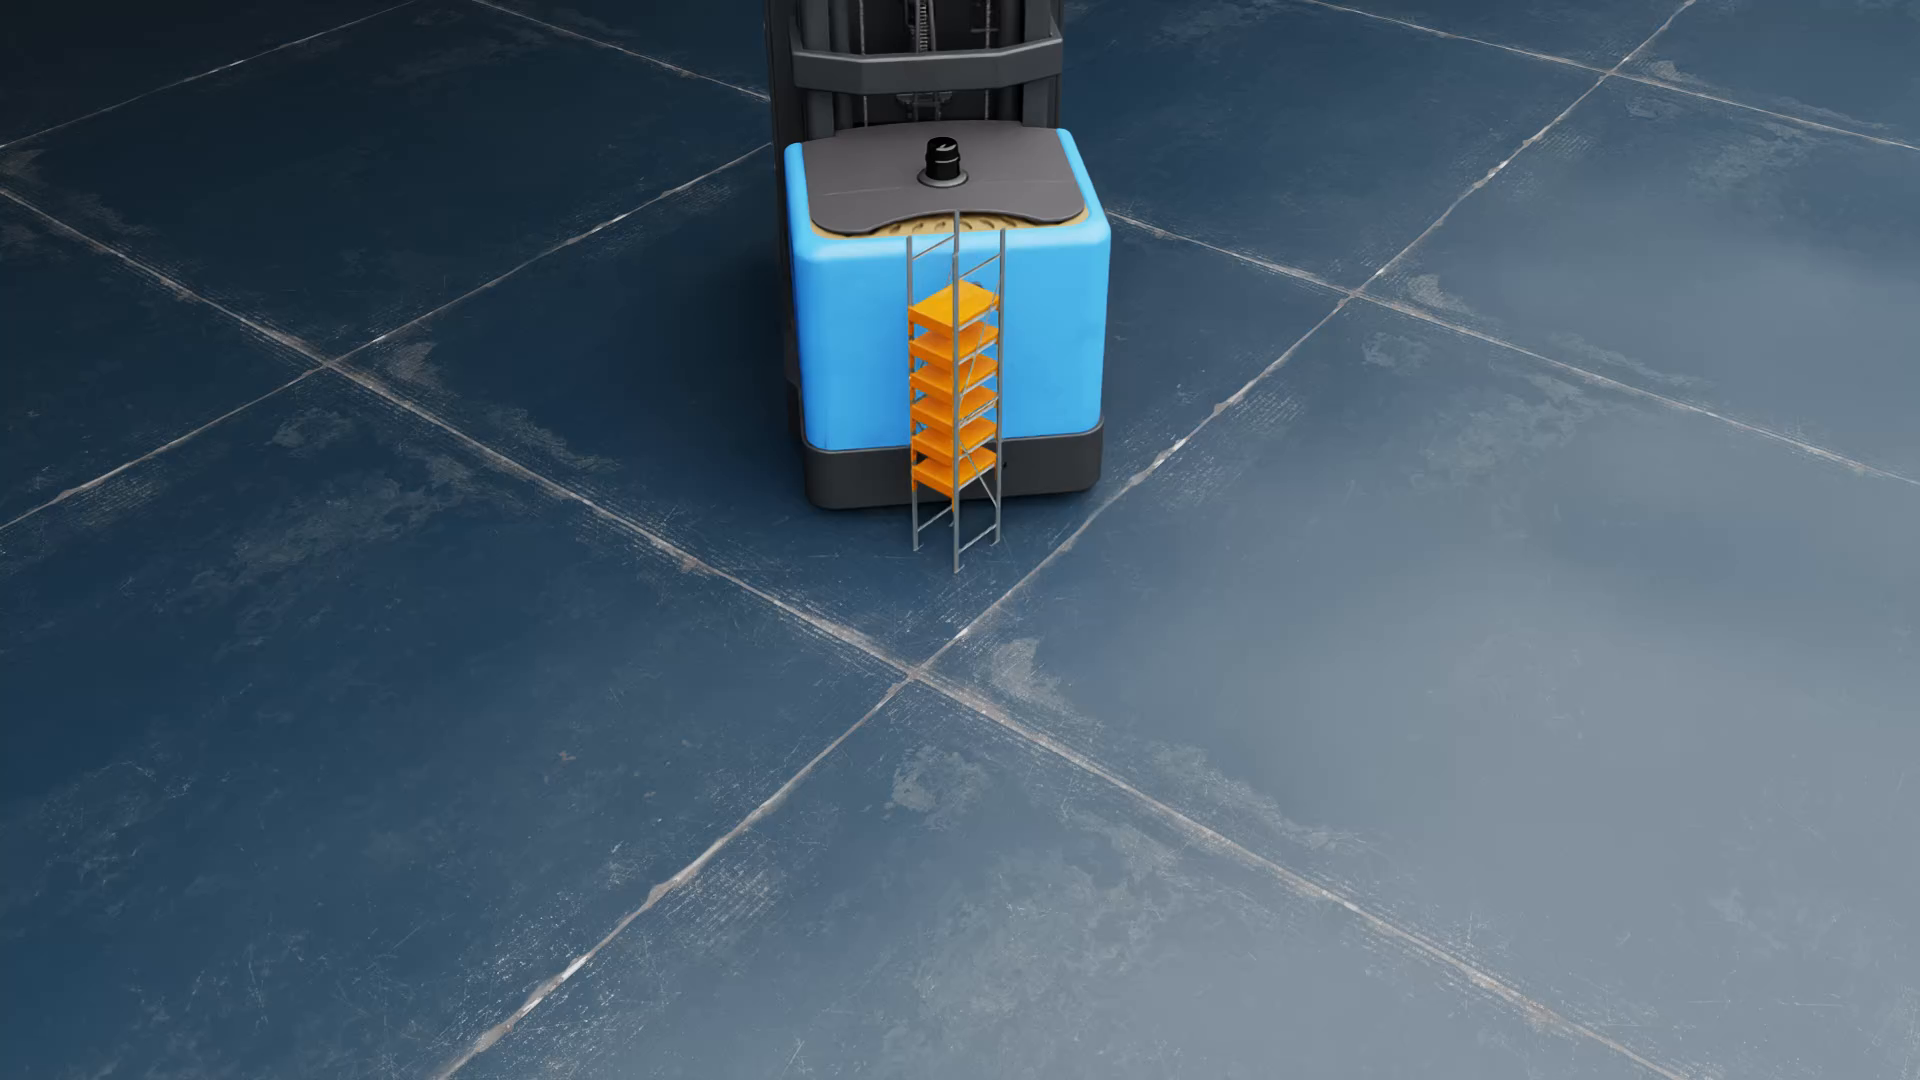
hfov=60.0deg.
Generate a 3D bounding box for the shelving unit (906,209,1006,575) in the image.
[{"bbox_3d":[-0.011,-0.449,5.350,0.189,1.200,0.258,28,46,31],"label":"shelving unit"}]

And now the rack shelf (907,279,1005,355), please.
[{"bbox_3d":[-0.011,-0.698,5.156,0.180,0.103,0.258,28,46,31],"label":"rack shelf"}]

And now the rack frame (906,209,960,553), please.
[{"bbox_3d":[-0.081,-0.486,5.397,0.006,1.200,0.240,28,46,31],"label":"rack frame"}]

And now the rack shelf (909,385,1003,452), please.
[{"bbox_3d":[-0.011,-0.414,5.378,0.180,0.103,0.258,28,46,31],"label":"rack shelf"}]

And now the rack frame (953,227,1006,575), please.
[{"bbox_3d":[0.058,-0.413,5.304,0.006,1.200,0.240,28,46,31],"label":"rack frame"}]

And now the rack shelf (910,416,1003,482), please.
[{"bbox_3d":[-0.011,-0.320,5.452,0.180,0.103,0.258,28,46,31],"label":"rack shelf"}]

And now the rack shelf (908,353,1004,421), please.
[{"bbox_3d":[-0.011,-0.509,5.304,0.180,0.103,0.258,28,46,31],"label":"rack shelf"}]

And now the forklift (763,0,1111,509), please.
[{"bbox_3d":[-0.197,-2.162,6.134,1.130,2.935,3.031,-4,38,-6],"label":"forklift"}]

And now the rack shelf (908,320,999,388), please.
[{"bbox_3d":[-0.011,-0.603,5.230,0.180,0.103,0.258,28,46,31],"label":"rack shelf"}]

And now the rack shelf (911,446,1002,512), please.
[{"bbox_3d":[-0.011,-0.225,5.526,0.180,0.103,0.258,28,46,31],"label":"rack shelf"}]
